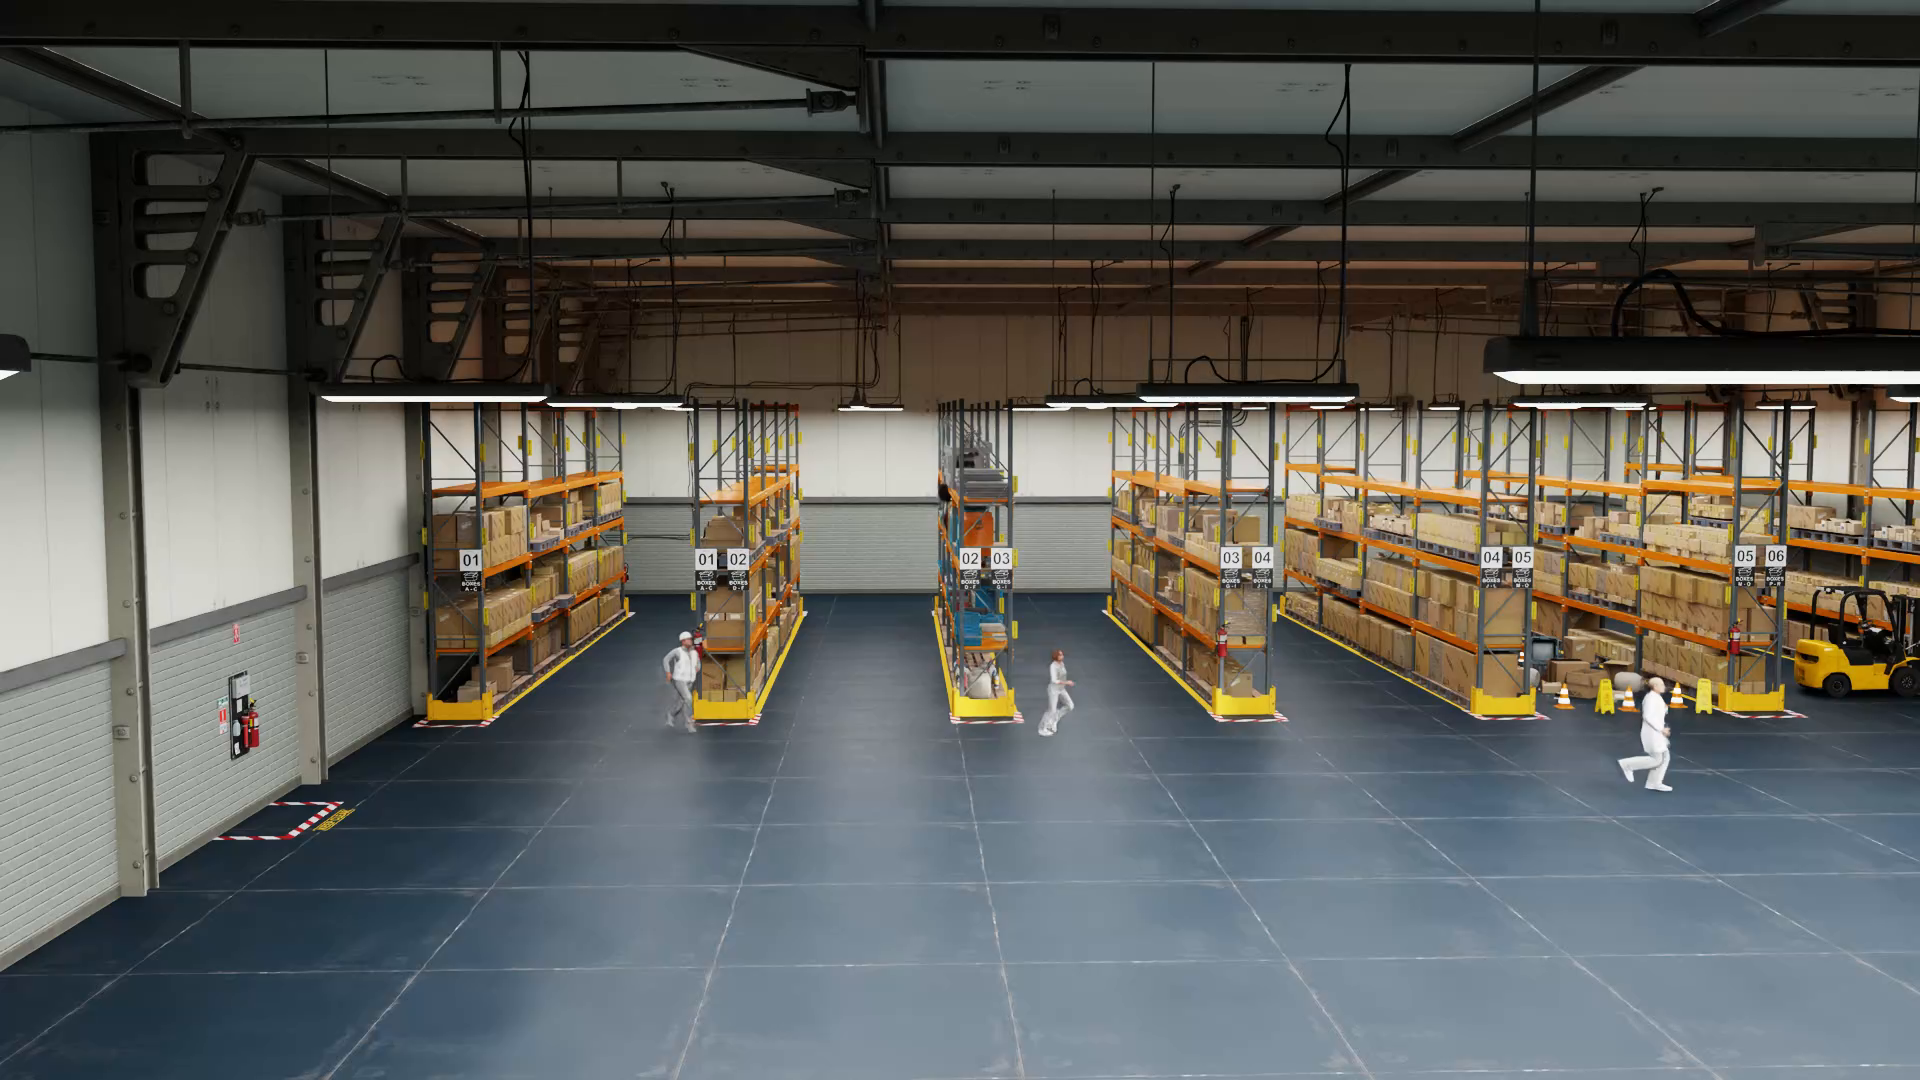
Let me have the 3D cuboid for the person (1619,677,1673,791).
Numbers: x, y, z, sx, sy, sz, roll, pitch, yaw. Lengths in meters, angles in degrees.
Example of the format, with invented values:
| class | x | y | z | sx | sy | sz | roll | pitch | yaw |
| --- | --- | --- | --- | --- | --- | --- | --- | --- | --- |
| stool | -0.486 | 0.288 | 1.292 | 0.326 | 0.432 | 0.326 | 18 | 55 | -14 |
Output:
| class | x | y | z | sx | sy | sz | roll | pitch | yaw |
| --- | --- | --- | --- | --- | --- | --- | --- | --- | --- |
| person | 10.452 | 2.941 | 25.300 | 0.754 | 1.733 | 0.697 | 2 | 5 | 25 |

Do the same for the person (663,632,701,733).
| class | x | y | z | sx | sy | sz | roll | pitch | yaw |
| --- | --- | --- | --- | --- | --- | --- | --- | --- | --- |
| person | -4.943 | 2.552 | 30.097 | 0.864 | 1.759 | 0.655 | 3 | 6 | 38 |

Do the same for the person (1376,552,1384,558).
| class | x | y | z | sx | sy | sz | roll | pitch | yaw |
| --- | --- | --- | --- | --- | --- | --- | --- | --- | --- |
| person | 12.508 | 1.183 | 49.209 | 0.647 | 1.646 | 0.580 | 0 | 4 | 2 |

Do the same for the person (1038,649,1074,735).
| class | x | y | z | sx | sy | sz | roll | pitch | yaw |
| --- | --- | --- | --- | --- | --- | --- | --- | --- | --- |
| person | 1.744 | 2.692 | 29.476 | 0.737 | 1.551 | 0.562 | 3 | 5 | 32 |

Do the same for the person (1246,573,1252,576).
| class | x | y | z | sx | sy | sz | roll | pitch | yaw |
| --- | --- | --- | --- | --- | --- | --- | --- | --- | --- |
| person | 8.019 | 1.390 | 46.401 | 0.629 | 1.627 | 0.496 | 0 | 4 | 3 |
